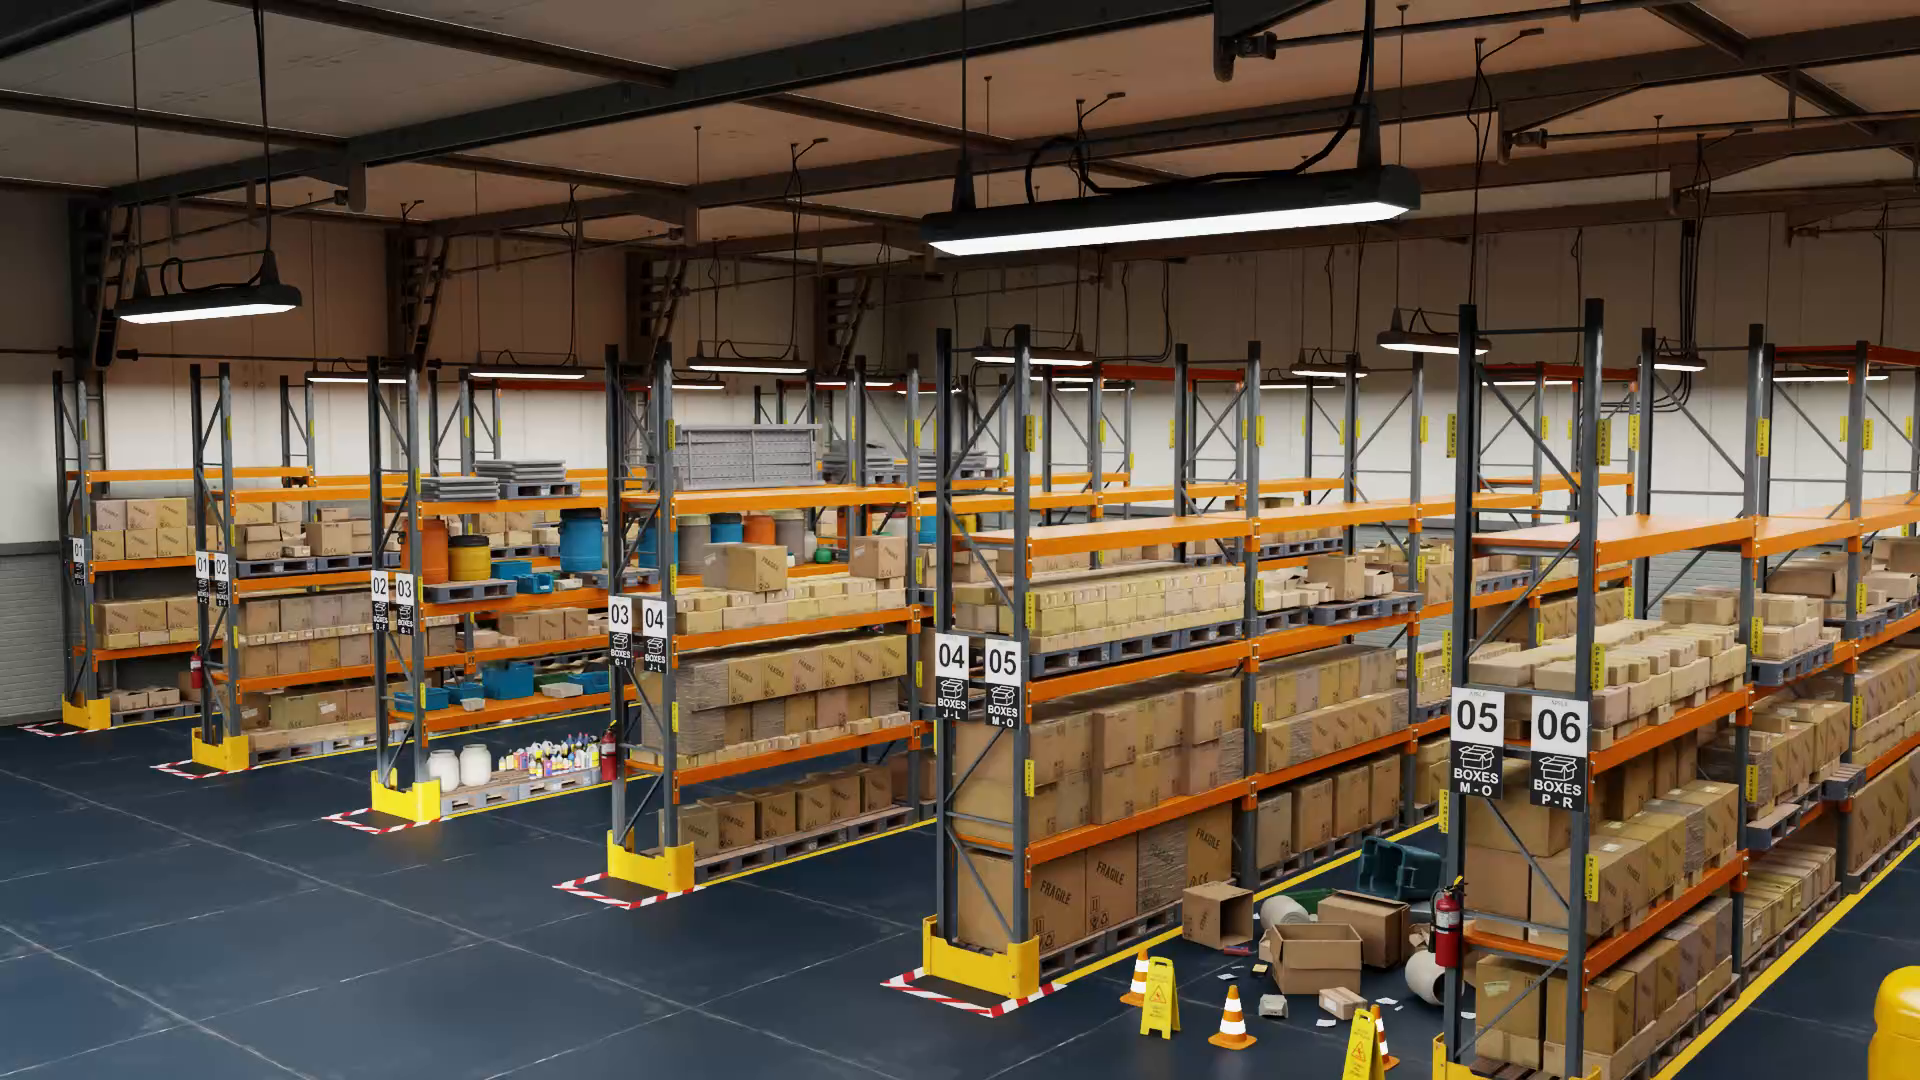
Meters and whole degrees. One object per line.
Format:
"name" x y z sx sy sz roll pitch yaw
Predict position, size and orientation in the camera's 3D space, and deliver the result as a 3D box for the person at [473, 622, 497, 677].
"person" -8.846 2.222 30.588 0.633 1.491 0.809 2 4 21
